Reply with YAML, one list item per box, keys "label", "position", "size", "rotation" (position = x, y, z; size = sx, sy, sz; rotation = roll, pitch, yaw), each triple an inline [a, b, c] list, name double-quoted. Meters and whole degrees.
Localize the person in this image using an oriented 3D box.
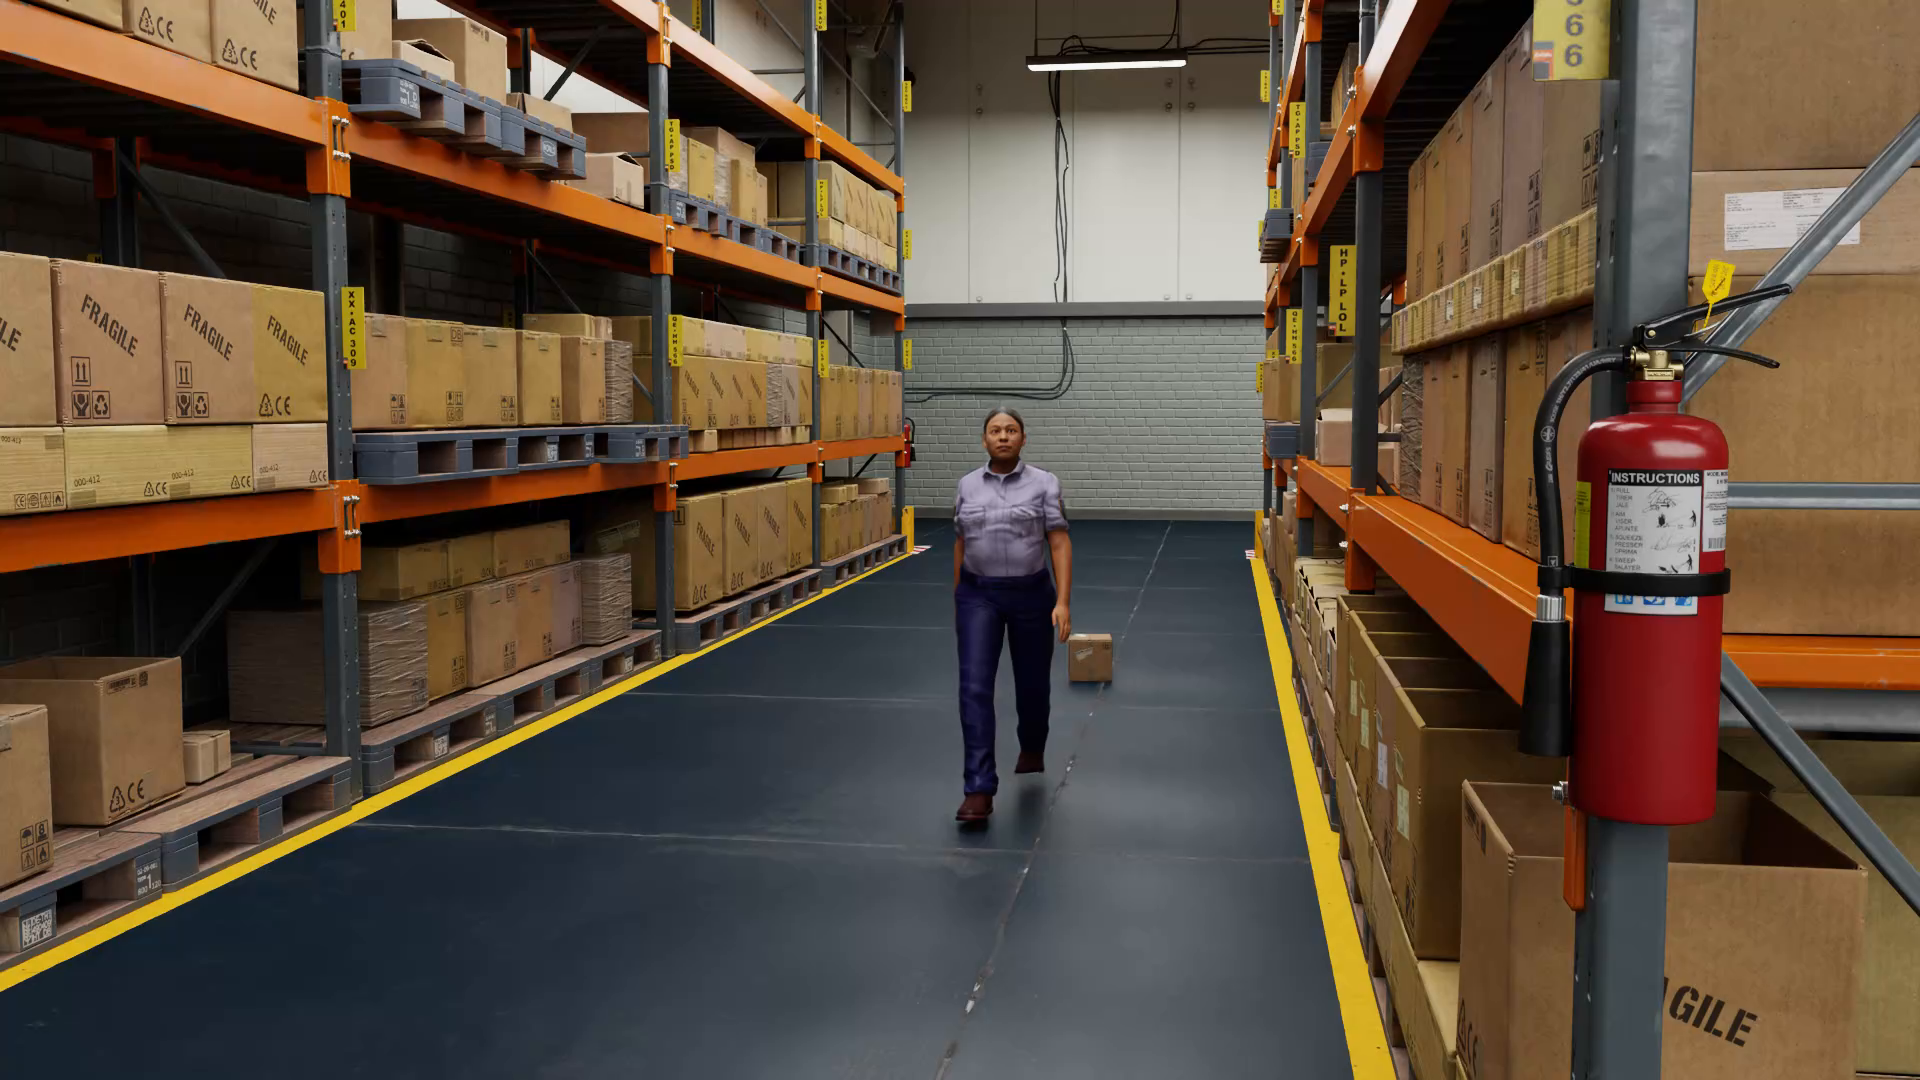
- label: "person"
  position: [0.210, 0.260, 6.722]
  size: [0.496, 1.598, 0.965]
  rotation: [1, 5, 7]
